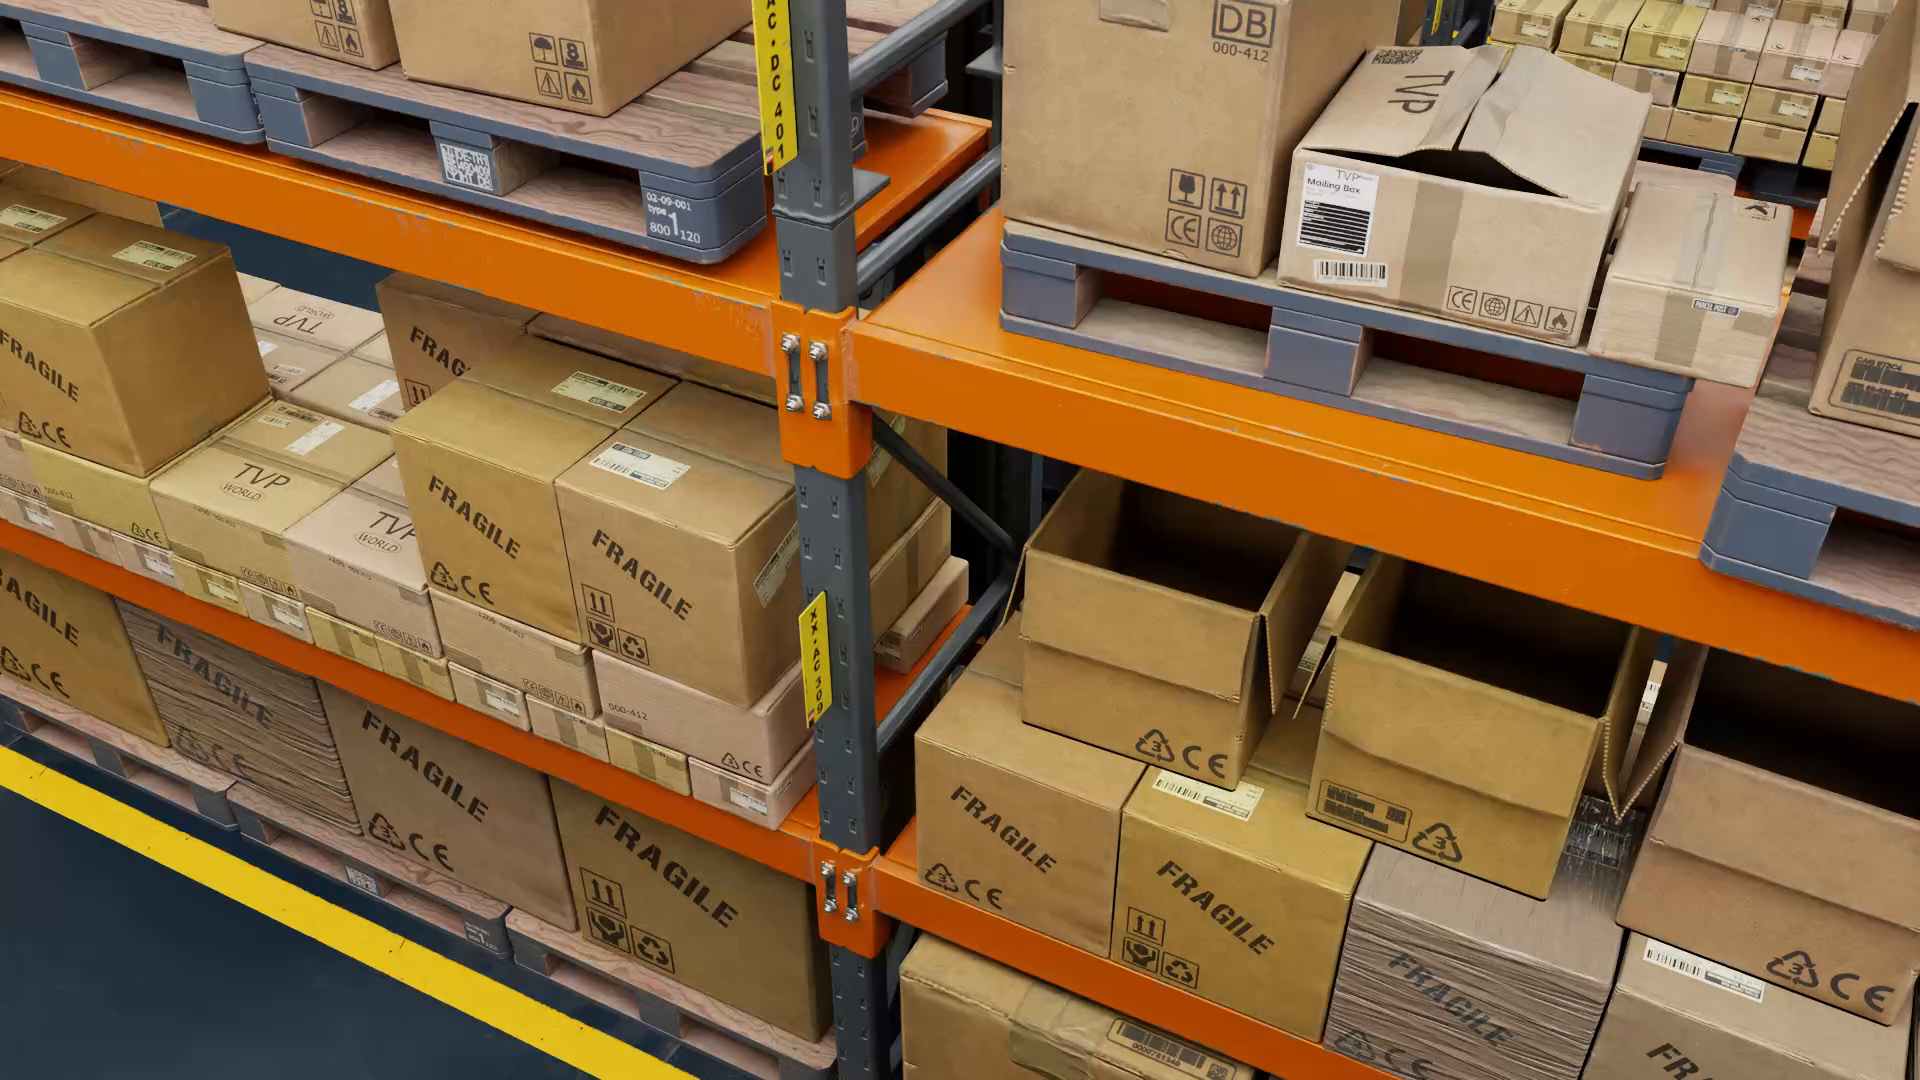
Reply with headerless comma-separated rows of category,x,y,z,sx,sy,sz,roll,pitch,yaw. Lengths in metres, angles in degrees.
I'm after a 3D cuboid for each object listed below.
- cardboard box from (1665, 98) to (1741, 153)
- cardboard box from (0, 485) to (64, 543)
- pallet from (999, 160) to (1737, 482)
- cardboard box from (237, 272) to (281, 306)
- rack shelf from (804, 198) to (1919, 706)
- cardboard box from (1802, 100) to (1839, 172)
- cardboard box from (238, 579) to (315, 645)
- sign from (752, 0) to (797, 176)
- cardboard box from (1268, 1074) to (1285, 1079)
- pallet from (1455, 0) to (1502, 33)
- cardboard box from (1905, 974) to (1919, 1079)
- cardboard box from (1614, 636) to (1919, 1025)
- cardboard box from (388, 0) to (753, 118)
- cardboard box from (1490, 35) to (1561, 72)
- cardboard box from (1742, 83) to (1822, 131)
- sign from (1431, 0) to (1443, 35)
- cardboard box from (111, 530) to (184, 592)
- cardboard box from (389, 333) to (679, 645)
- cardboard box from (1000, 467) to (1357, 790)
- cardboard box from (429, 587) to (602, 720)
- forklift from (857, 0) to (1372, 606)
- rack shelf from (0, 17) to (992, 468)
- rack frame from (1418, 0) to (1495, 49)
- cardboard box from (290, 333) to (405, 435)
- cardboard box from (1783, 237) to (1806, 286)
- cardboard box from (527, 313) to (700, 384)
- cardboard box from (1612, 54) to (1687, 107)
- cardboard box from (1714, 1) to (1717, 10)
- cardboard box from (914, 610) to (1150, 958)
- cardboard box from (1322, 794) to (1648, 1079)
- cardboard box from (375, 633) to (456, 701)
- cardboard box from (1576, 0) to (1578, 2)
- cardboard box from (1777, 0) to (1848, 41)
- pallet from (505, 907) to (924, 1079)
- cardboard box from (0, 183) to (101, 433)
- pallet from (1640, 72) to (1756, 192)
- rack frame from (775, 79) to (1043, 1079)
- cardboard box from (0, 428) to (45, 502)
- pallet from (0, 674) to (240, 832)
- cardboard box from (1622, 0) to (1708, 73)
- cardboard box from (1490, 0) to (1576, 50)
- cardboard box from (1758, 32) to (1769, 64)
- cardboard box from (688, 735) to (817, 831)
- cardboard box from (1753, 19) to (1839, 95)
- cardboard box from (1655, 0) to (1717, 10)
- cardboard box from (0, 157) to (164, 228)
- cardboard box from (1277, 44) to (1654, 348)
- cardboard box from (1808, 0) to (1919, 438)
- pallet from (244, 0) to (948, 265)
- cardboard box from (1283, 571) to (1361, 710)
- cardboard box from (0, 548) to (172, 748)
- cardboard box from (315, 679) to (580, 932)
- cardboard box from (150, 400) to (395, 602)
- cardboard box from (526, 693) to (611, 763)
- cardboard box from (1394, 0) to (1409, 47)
cardboard box,3.139,-1.786,6.983,0.250,0.149,0.380,18,41,22
cardboard box,-2.762,-0.179,5.213,0.250,0.149,0.380,17,40,21
pallet,0.776,-0.547,3.167,1.217,0.209,0.805,16,40,20
cardboard box,-2.611,-0.694,5.561,0.500,0.250,0.500,17,40,21
rack shelf,1.715,-0.009,2.895,4.000,0.370,1.077,17,41,21
cardboard box,3.610,-1.642,6.792,0.250,0.149,0.380,17,40,21
cardboard box,-1.849,0.106,4.837,0.250,0.149,0.380,18,41,22
sign,-0.315,-0.790,2.836,0.005,0.325,0.100,17,41,21
cardboard box,1.310,1.438,4.285,0.875,0.875,1.225,16,40,20
pallet,3.857,-4.120,12.503,1.213,0.211,1.003,17,41,21
cardboard box,2.036,1.127,3.201,0.500,0.500,0.500,16,40,20
cardboard box,1.673,0.439,3.279,0.637,0.503,0.797,19,41,23
cardboard box,-0.784,-1.284,3.466,0.500,0.500,0.700,15,40,19
cardboard box,2.448,-2.121,7.177,0.250,0.149,0.380,18,41,22
cardboard box,3.380,-1.832,6.797,0.250,0.149,0.380,19,41,23
sign,2.067,-2.343,7.139,0.005,0.325,0.100,17,41,21
cardboard box,-2.307,-0.037,5.025,0.250,0.149,0.380,17,40,21
cardboard box,-1.035,-0.140,4.211,0.500,0.500,0.500,18,41,22
cardboard box,0.510,0.077,3.755,0.637,0.503,0.797,16,40,20
cardboard box,-1.035,0.160,4.436,0.500,0.250,0.500,19,41,23
forklift,0.568,-1.004,6.149,3.031,2.935,1.130,16,40,20
rack shelf,-1.837,-1.121,4.360,4.000,0.370,1.077,17,41,21
rack frame,2.310,-2.291,7.788,0.127,3.000,1.000,17,41,21
cardboard box,-1.694,-0.410,5.187,0.500,0.250,0.500,17,41,22
cardboard box,3.769,-1.123,7.349,0.500,0.250,0.500,19,41,23
cardboard box,-0.803,-0.425,4.587,0.500,0.500,0.500,17,41,21
cardboard box,2.908,-1.978,6.989,0.250,0.149,0.380,18,41,23
cardboard box,5.084,-4.169,11.671,0.875,0.875,0.875,19,41,23
cardboard box,0.232,0.566,3.941,0.500,0.500,0.500,18,41,22
cardboard box,1.123,0.845,3.574,0.500,0.500,0.500,16,40,20
cardboard box,-1.397,0.249,4.649,0.250,0.149,0.380,18,41,22
cardboard box,2.756,-2.589,7.548,0.250,0.149,0.380,19,41,24
cardboard box,3.673,-2.298,7.165,0.250,0.149,0.380,16,40,20
pallet,-0.700,1.201,5.494,1.213,0.211,1.003,17,41,21
cardboard box,-2.867,-0.709,4.960,0.500,0.500,0.500,16,40,20
pallet,2.921,-1.924,7.463,1.213,0.211,1.003,17,41,21
rack frame,-0.061,0.344,4.317,0.127,3.000,1.000,17,41,21
cardboard box,-2.846,-0.408,5.185,0.500,0.250,0.500,17,40,21
pallet,-2.867,0.522,6.387,1.213,0.211,1.003,17,41,21
cardboard box,2.925,-2.092,6.894,0.250,0.149,0.380,18,41,22
cardboard box,2.448,-2.239,7.087,0.250,0.149,0.380,19,41,24
cardboard box,3.452,-2.256,7.355,0.250,0.149,0.380,16,40,20
cardboard box,-0.483,0.535,4.272,0.250,0.149,0.380,18,41,22
cardboard box,3.373,-1.951,6.707,0.250,0.149,0.380,17,40,21
cardboard box,3.223,-2.442,7.354,0.250,0.149,0.380,16,40,20
cardboard box,-3.060,-1.132,5.518,0.500,0.500,0.500,18,41,22
cardboard box,0.872,-0.630,2.844,0.500,0.311,0.500,16,40,20
cardboard box,1.667,-0.504,2.519,0.637,0.503,0.797,17,40,21
pallet,-0.783,-1.049,3.744,1.213,0.211,1.003,17,41,21
cardboard box,0.916,0.428,4.122,0.500,0.500,0.500,19,41,23
cardboard box,-3.008,0.045,6.119,0.875,0.875,0.875,17,41,21
cardboard box,-1.410,0.546,5.460,0.875,0.875,0.875,17,41,21
cardboard box,-1.936,-0.124,4.811,0.500,0.250,0.500,17,40,21
cardboard box,-0.939,0.392,4.461,0.250,0.149,0.380,17,40,21
cardboard box,1.750,-2.432,7.645,0.500,0.500,0.500,17,41,22
